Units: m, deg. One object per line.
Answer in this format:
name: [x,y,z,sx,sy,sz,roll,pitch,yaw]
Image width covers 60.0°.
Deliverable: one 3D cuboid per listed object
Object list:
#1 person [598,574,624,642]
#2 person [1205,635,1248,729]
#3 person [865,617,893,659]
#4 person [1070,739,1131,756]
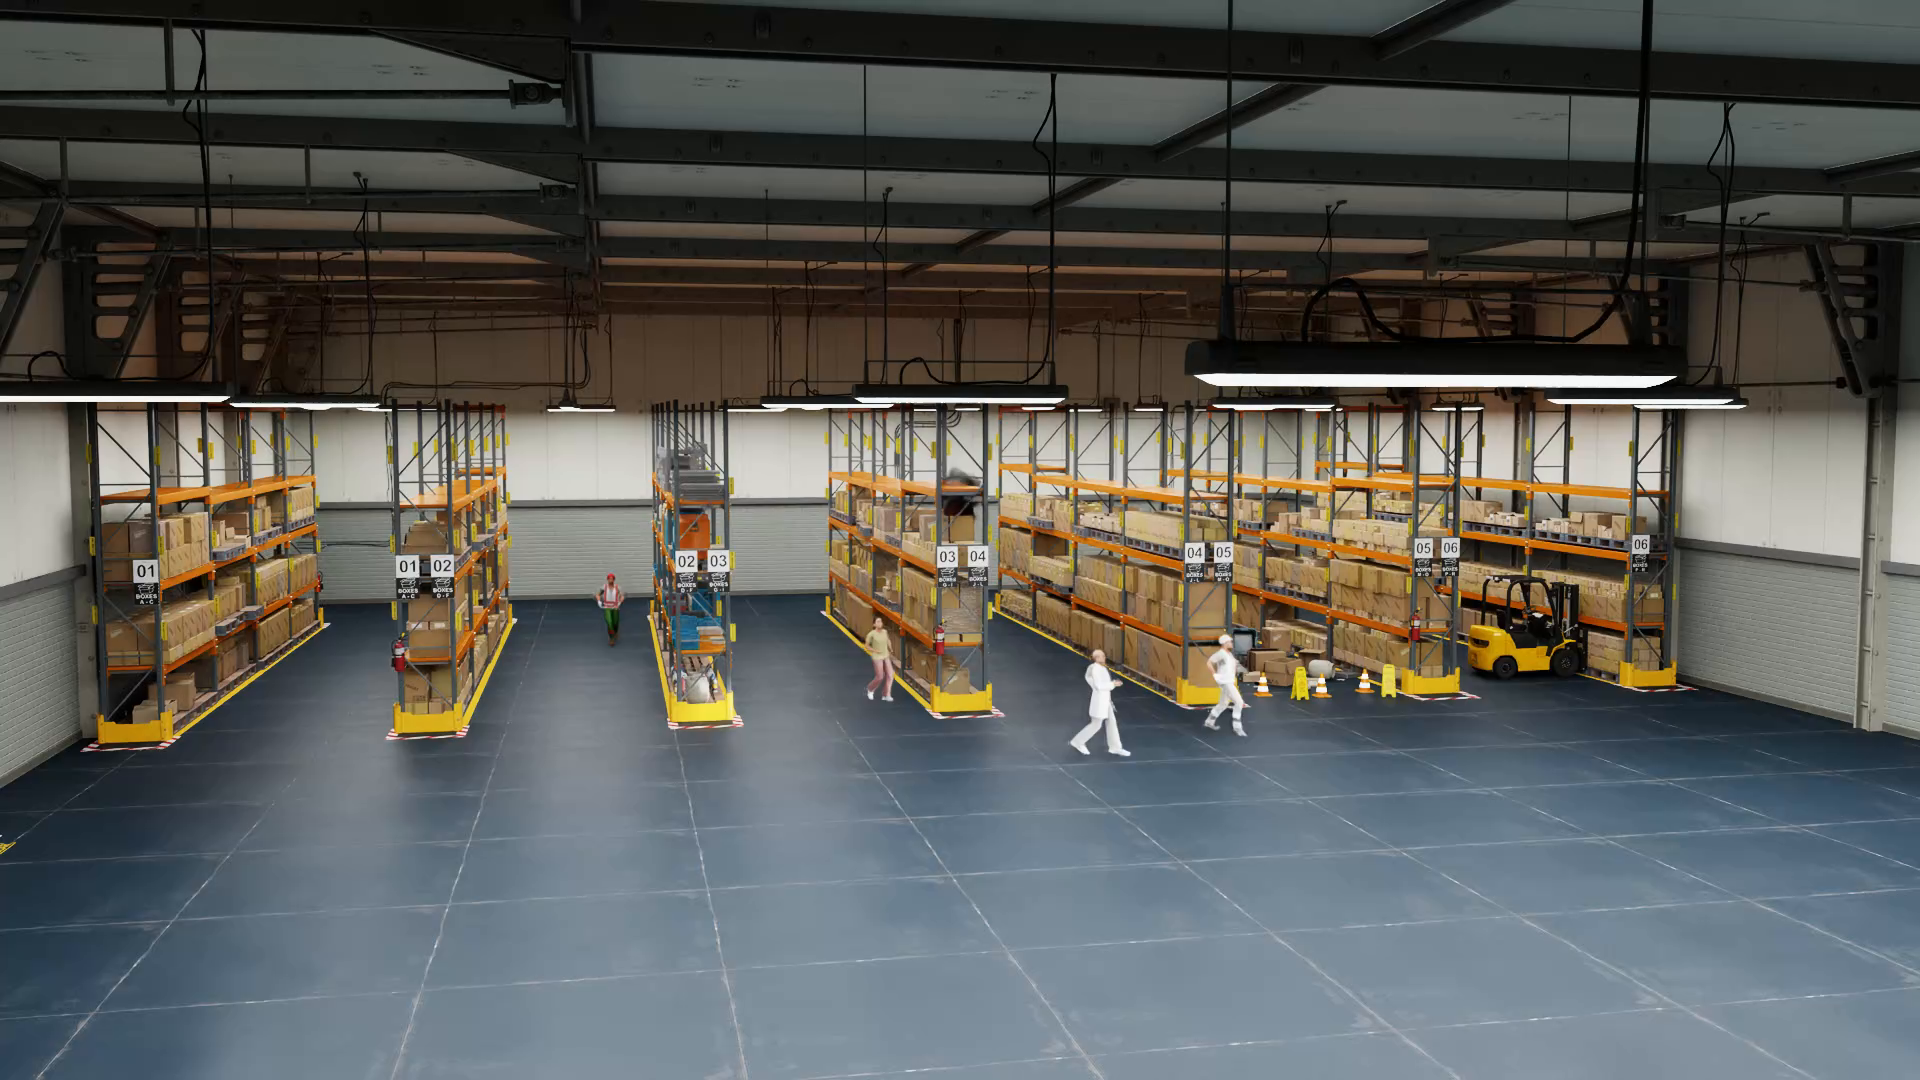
person: [-8.733,1.680,41.616,0.642,1.690,0.640,-1,4,-14]
person: [4.752,2.523,29.746,0.773,1.661,0.669,2,5,21]
person: [-1.510,1.874,31.758,0.597,0.811,0.461,-3,5,-32]
person: [2.342,2.868,27.716,1.006,1.453,0.227,1,4,11]
